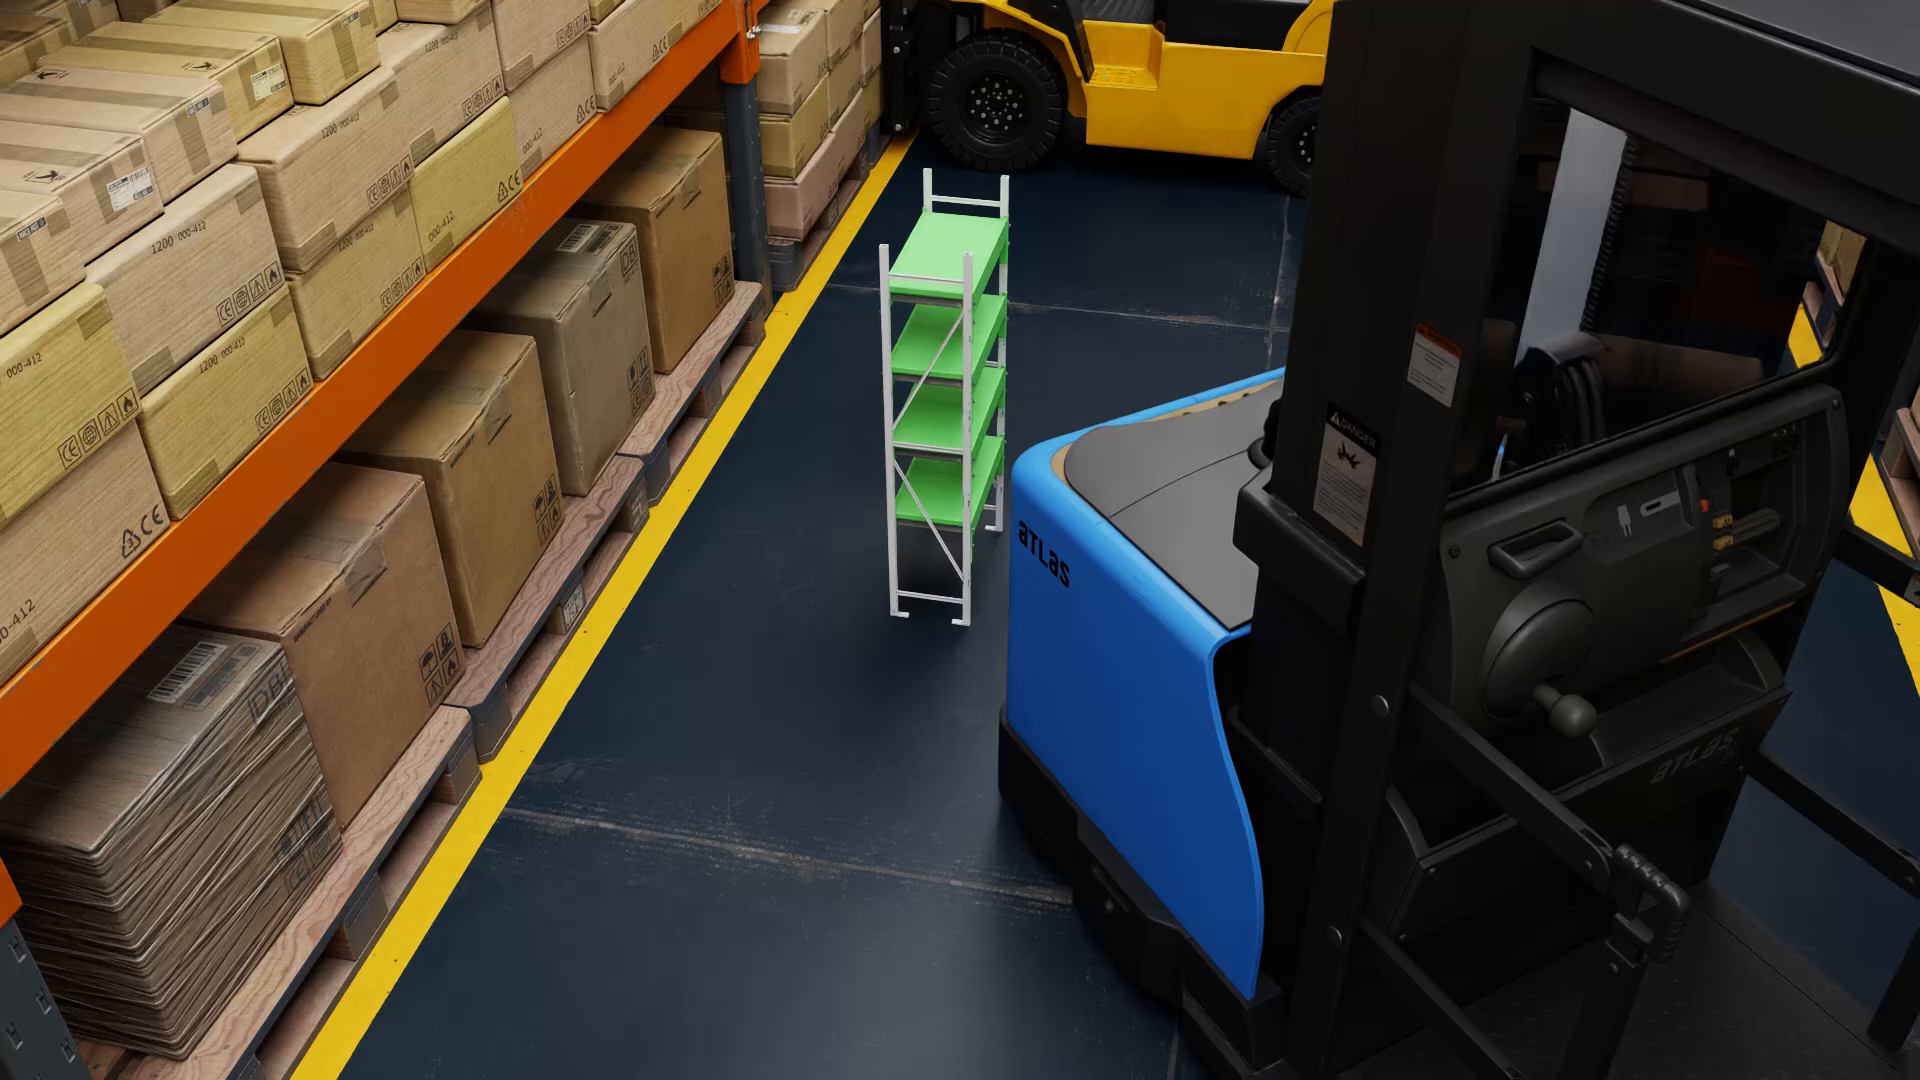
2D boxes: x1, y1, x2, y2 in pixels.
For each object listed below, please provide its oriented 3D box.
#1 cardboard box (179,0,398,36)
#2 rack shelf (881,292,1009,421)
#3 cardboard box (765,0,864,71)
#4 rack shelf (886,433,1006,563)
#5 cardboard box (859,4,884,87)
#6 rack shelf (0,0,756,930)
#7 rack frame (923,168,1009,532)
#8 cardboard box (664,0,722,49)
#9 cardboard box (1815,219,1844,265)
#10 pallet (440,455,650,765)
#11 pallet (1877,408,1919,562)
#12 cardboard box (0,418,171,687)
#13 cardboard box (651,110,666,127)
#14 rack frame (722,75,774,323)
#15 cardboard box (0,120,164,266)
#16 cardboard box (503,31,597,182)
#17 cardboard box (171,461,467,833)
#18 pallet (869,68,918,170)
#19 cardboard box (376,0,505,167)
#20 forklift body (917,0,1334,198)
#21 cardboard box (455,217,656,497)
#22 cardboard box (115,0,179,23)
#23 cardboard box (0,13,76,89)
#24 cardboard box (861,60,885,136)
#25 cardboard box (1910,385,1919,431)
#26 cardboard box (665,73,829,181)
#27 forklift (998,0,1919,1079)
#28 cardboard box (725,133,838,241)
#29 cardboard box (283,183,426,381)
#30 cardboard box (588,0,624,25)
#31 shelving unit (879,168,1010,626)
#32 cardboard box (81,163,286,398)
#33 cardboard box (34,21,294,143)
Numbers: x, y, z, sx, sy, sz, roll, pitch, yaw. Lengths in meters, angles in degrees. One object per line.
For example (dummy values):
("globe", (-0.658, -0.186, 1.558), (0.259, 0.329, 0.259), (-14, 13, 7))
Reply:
("cardboard box", (-1.501, -1.205, 3.719), (0.380, 0.149, 0.250), (7, 37, 10))
("rack shelf", (-0.035, -0.534, 4.664), (0.258, 0.148, 0.480), (7, 37, 10))
("cardboard box", (-0.700, -2.139, 6.778), (0.500, 0.250, 0.500), (7, 37, 10))
("rack shelf", (-0.035, -0.145, 4.945), (0.258, 0.148, 0.480), (7, 37, 10))
("cardboard box", (-0.600, -2.221, 7.317), (0.500, 0.250, 0.500), (7, 37, 10))
("rack shelf", (-1.657, -0.709, 4.286), (1.077, 0.370, 4.000), (7, 37, 10))
("rack frame", (0.017, -0.531, 4.960), (0.240, 1.200, 0.015), (7, 37, 10))
("cardboard box", (-1.081, -1.765, 5.257), (0.500, 0.250, 0.500), (8, 37, 11))
("cardboard box", (3.588, -1.263, 6.422), (0.500, 0.250, 0.500), (6, 36, 9))
("pallet", (-1.607, 0.111, 4.917), (1.003, 0.211, 1.213), (7, 37, 10))
("pallet", (3.456, 0.049, 5.003), (1.003, 0.211, 1.213), (7, 37, 10))
("cardboard box", (-1.750, -0.017, 2.845), (0.500, 0.250, 0.500), (7, 37, 10))
("cardboard box", (-1.326, -1.711, 6.614), (0.500, 0.250, 0.500), (7, 36, 9))
("rack frame", (-1.229, -2.147, 5.656), (1.000, 3.000, 0.127), (7, 37, 10))
("cardboard box", (-1.642, -0.607, 2.893), (0.380, 0.149, 0.250), (8, 37, 11))
("cardboard box", (-1.319, -1.195, 4.470), (0.500, 0.250, 0.500), (8, 37, 10))
("cardboard box", (-1.805, 0.206, 4.075), (0.875, 0.625, 0.625), (8, 37, 11))
("pallet", (-0.760, -2.170, 8.065), (1.003, 0.211, 1.213), (7, 37, 10))
("cardboard box", (-1.428, -1.100, 3.914), (0.500, 0.250, 0.500), (8, 37, 11))
("forklift body", (1.002, -2.781, 7.254), (2.313, 2.155, 1.214), (7, 37, 10))
("cardboard box", (-1.503, -0.611, 5.203), (0.875, 0.625, 0.625), (7, 37, 9))
("cardboard box", (-1.903, -1.252, 3.783), (0.380, 0.149, 0.250), (8, 37, 11))
("cardboard box", (-2.034, -0.963, 3.385), (0.380, 0.149, 0.250), (7, 37, 10))
("cardboard box", (-0.615, -2.029, 7.479), (0.500, 0.250, 0.500), (8, 37, 11))
("cardboard box", (3.511, -0.332, 5.034), (0.950, 0.372, 0.625), (8, 37, 11))
("cardboard box", (-0.825, -1.645, 6.523), (0.500, 0.250, 0.500), (7, 37, 10))
("forklift", (1.259, 0.097, 2.618), (1.130, 2.935, 3.031), (-18, 40, -23))
("cardboard box", (-0.803, -1.440, 6.666), (0.500, 0.250, 0.500), (8, 37, 10))
("cardboard box", (-1.535, -0.601, 3.651), (0.500, 0.250, 0.500), (6, 36, 8))
("cardboard box", (-1.187, -1.679, 4.713), (0.500, 0.250, 0.500), (6, 36, 9))
("shelving unit", (-0.035, -0.391, 4.767), (0.258, 1.200, 0.503), (7, 37, 10))
("cardboard box", (-1.642, -0.506, 3.094), (0.500, 0.250, 0.500), (8, 37, 11))
("cardboard box", (-1.574, -0.906, 3.306), (0.380, 0.149, 0.250), (8, 37, 10))
